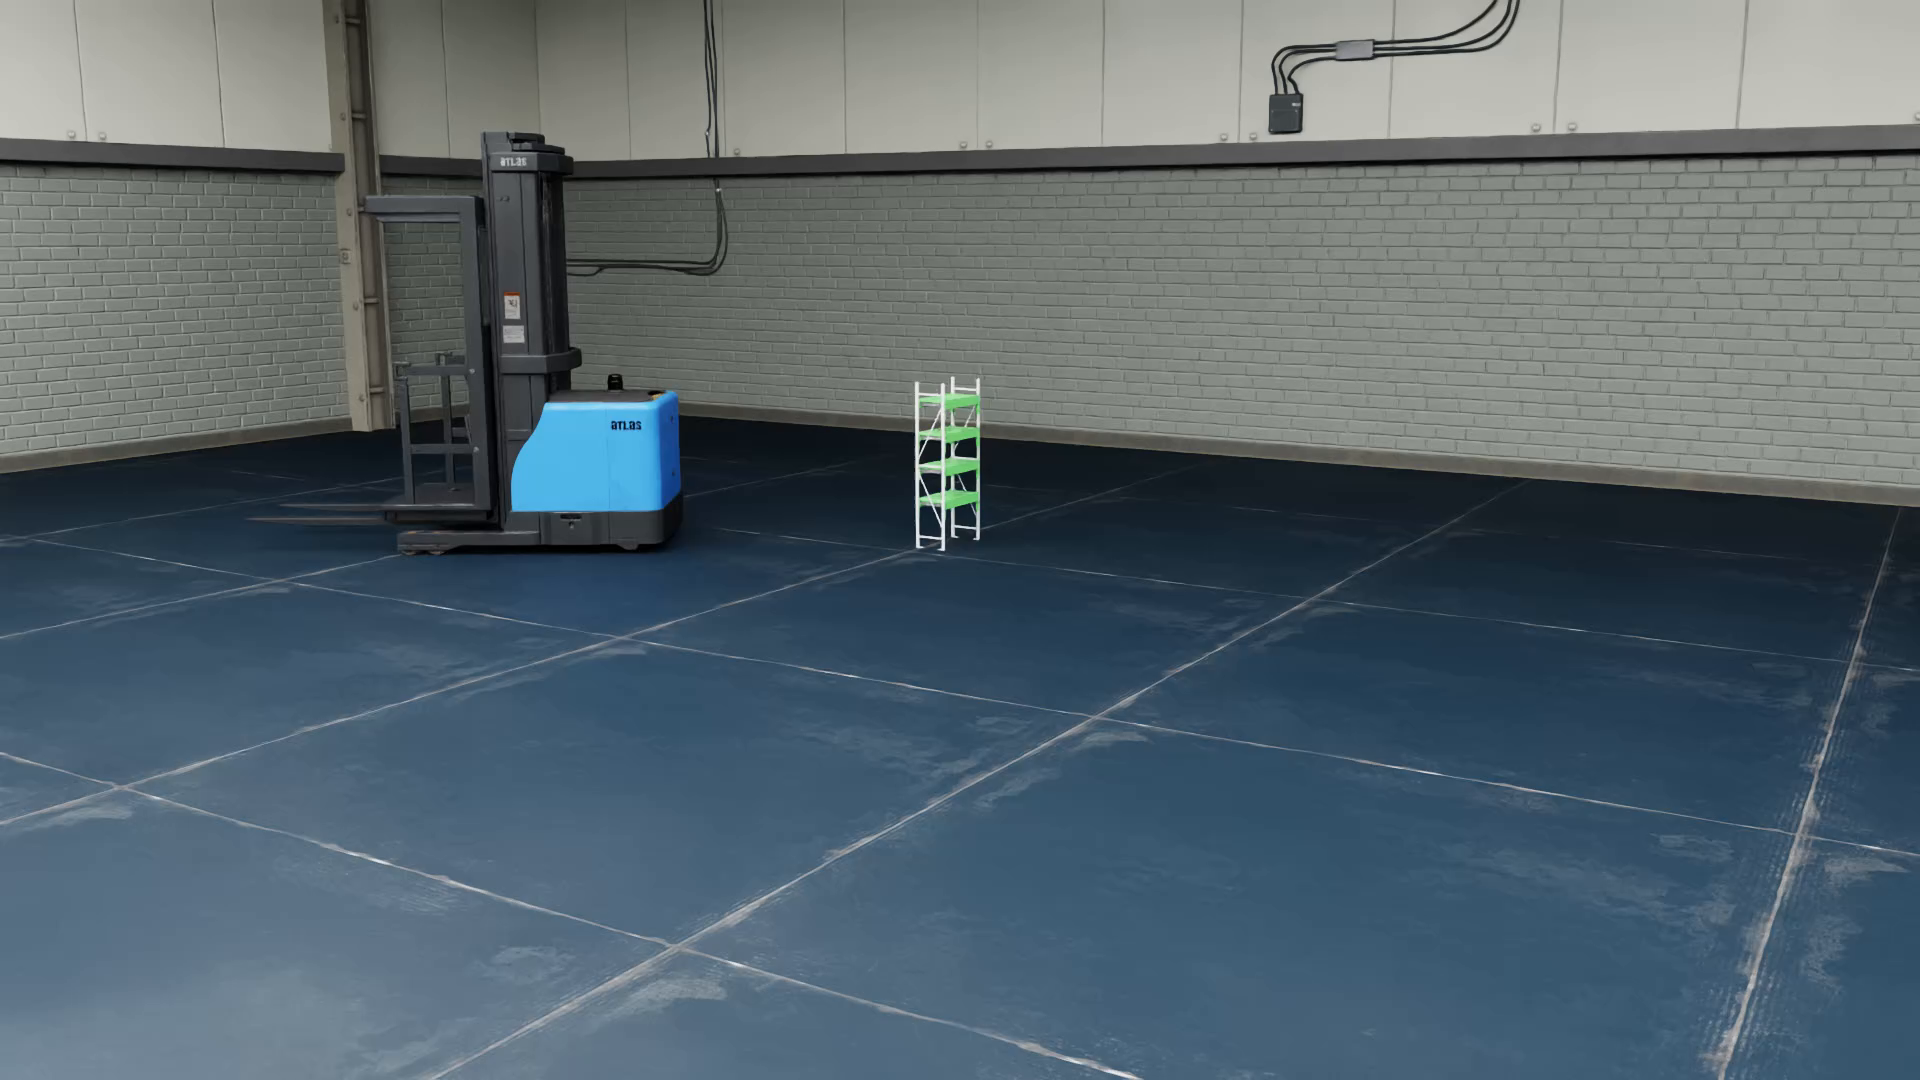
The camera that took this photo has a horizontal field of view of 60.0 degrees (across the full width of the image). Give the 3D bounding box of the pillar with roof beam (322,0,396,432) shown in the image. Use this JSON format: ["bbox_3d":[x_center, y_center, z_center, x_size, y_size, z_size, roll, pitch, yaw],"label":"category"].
[{"bbox_3d":[-3.093,-5.292,16.184,9.100,9.000,0.400,6,12,31],"label":"pillar with roof beam"}]

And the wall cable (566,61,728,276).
[{"bbox_3d":[-4.113,-4.514,20.466,3.097,2.526,0.112,6,12,31],"label":"wall cable"}]

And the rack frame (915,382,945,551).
[{"bbox_3d":[-0.213,-0.525,11.914,0.240,1.200,0.015,6,12,31],"label":"rack frame"}]

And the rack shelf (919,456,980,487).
[{"bbox_3d":[-0.086,-0.501,12.131,0.258,0.148,0.480,6,12,31],"label":"rack shelf"}]

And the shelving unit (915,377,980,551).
[{"bbox_3d":[-0.086,-0.564,12.119,0.258,1.200,0.503,6,12,31],"label":"shelving unit"}]

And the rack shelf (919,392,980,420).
[{"bbox_3d":[-0.086,-0.973,12.043,0.258,0.148,0.480,6,12,31],"label":"rack shelf"}]

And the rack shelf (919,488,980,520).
[{"bbox_3d":[-0.086,-0.265,12.175,0.258,0.148,0.480,6,12,31],"label":"rack shelf"}]

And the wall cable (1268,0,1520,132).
[{"bbox_3d":[3.993,-6.803,15.010,2.305,6.003,0.169,6,12,31],"label":"wall cable"}]

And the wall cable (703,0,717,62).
[{"bbox_3d":[-1.801,-6.738,18.621,3.097,2.526,0.112,6,12,31],"label":"wall cable"}]

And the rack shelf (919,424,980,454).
[{"bbox_3d":[-0.086,-0.737,12.087,0.258,0.148,0.480,6,12,31],"label":"rack shelf"}]

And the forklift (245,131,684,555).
[{"bbox_3d":[-3.630,-1.434,12.061,3.031,2.935,1.130,0,11,-1],"label":"forklift"}]

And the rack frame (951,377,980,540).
[{"bbox_3d":[0.041,-0.602,12.324,0.240,1.200,0.015,6,12,31],"label":"rack frame"}]
